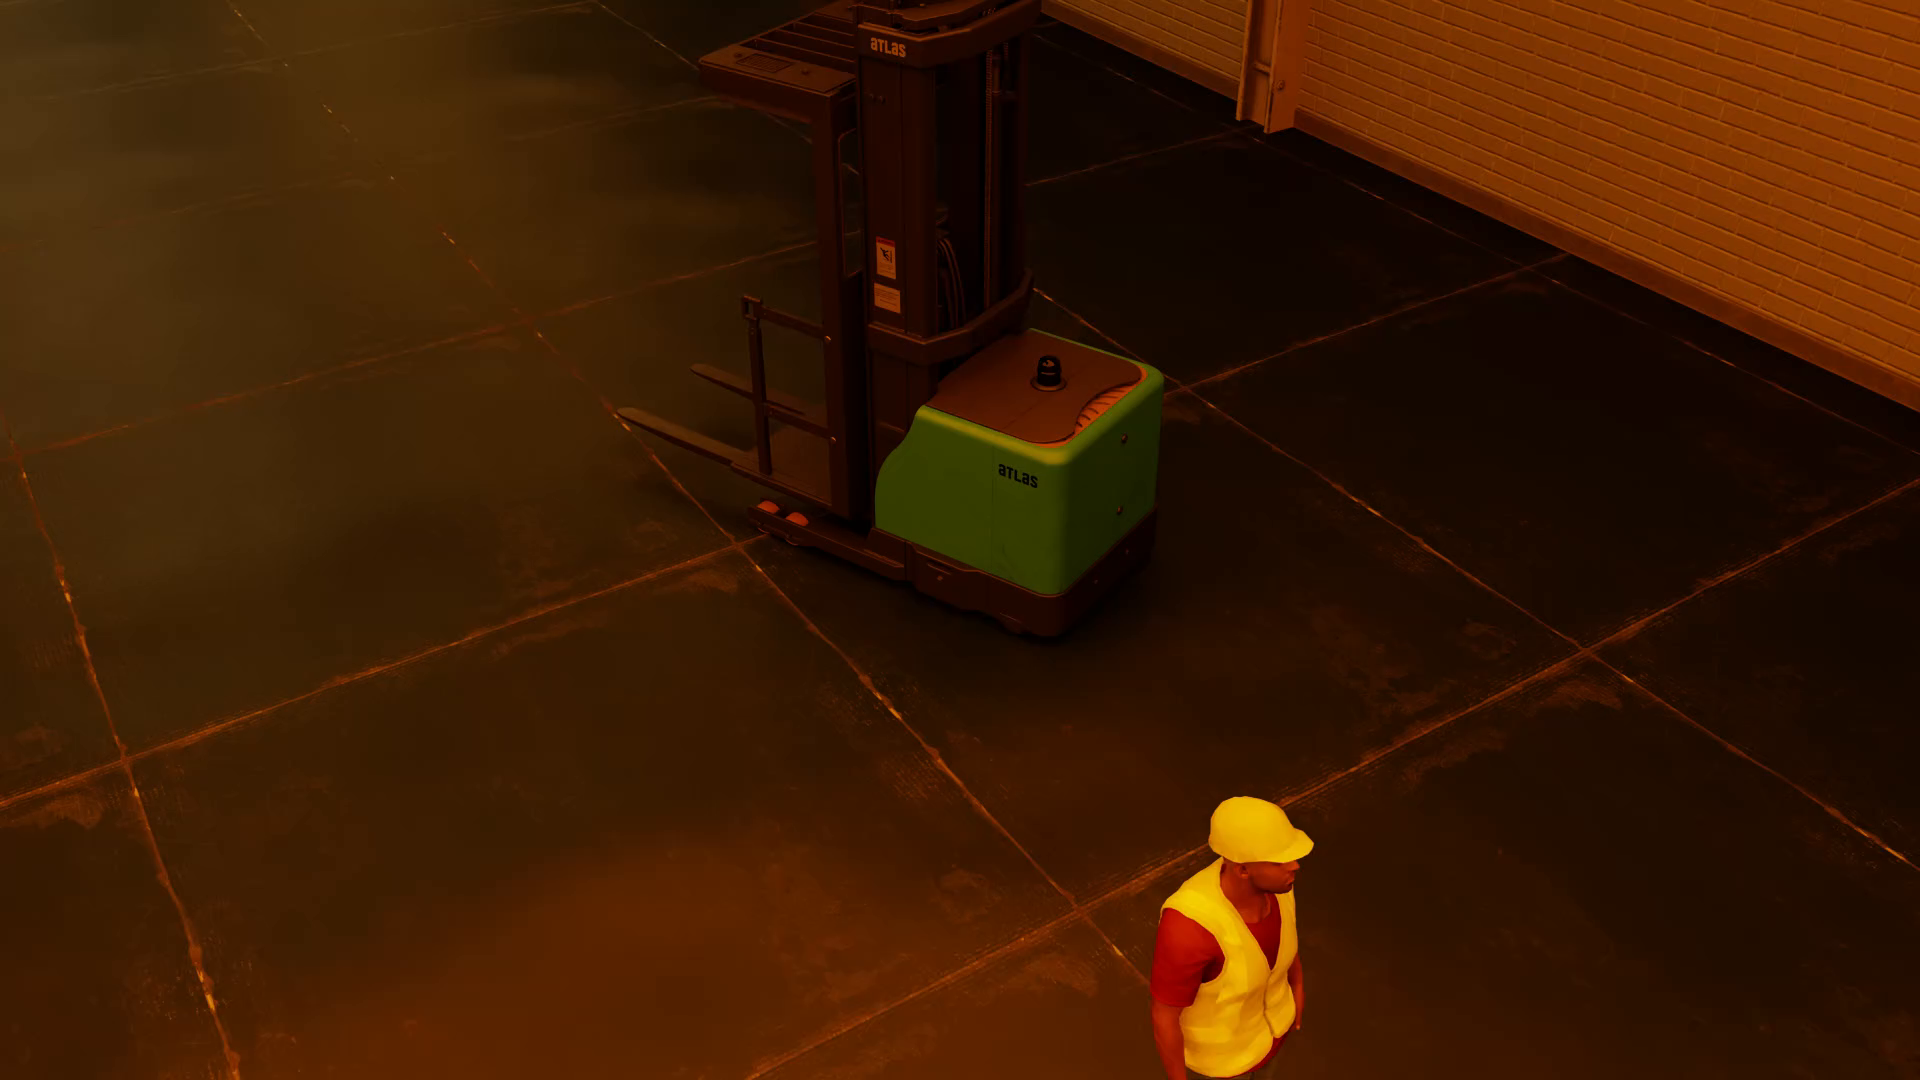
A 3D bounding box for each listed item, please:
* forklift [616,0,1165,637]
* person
[{"bbox_3d":[-0.500,-1.399,8.138,3.031,2.935,1.130,22,41,28],"label":"forklift"},{"bbox_3d":[0.877,1.519,4.986,0.576,1.767,0.665,27,43,33],"label":"person"}]
